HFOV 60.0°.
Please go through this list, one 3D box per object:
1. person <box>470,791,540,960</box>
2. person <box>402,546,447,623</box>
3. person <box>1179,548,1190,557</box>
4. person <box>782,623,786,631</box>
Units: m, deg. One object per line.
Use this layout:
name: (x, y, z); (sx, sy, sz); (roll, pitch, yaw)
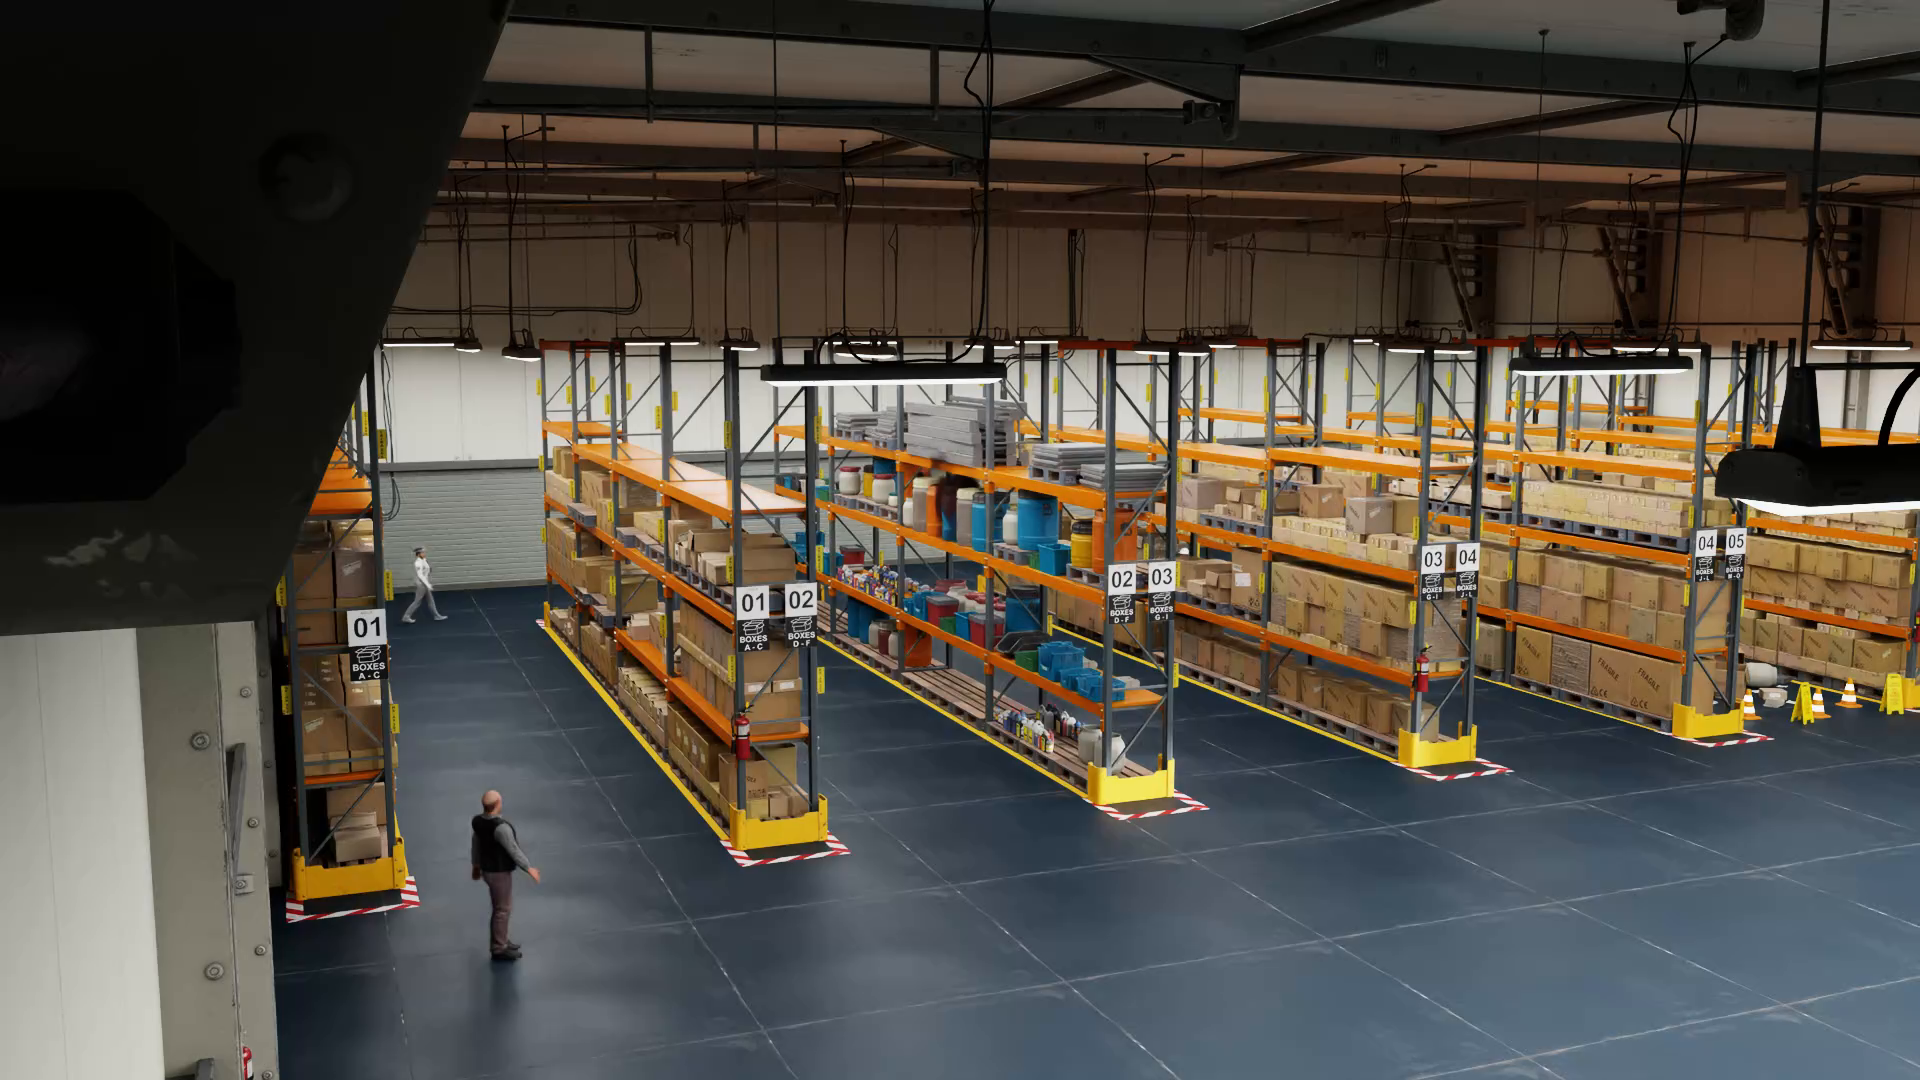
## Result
person: (-4.550, 3.342, 16.648); (0.617, 1.748, 0.571); (-3, 8, -23)
person: (-11.378, 0.929, 35.247); (0.979, 1.634, 0.569); (-4, 9, -31)
person: (4.646, 1.028, 34.231); (0.492, 1.732, 1.018); (-3, 8, -24)
person: (-3.740, 1.101, 33.666); (0.615, 1.711, 0.998); (0, 7, 1)
